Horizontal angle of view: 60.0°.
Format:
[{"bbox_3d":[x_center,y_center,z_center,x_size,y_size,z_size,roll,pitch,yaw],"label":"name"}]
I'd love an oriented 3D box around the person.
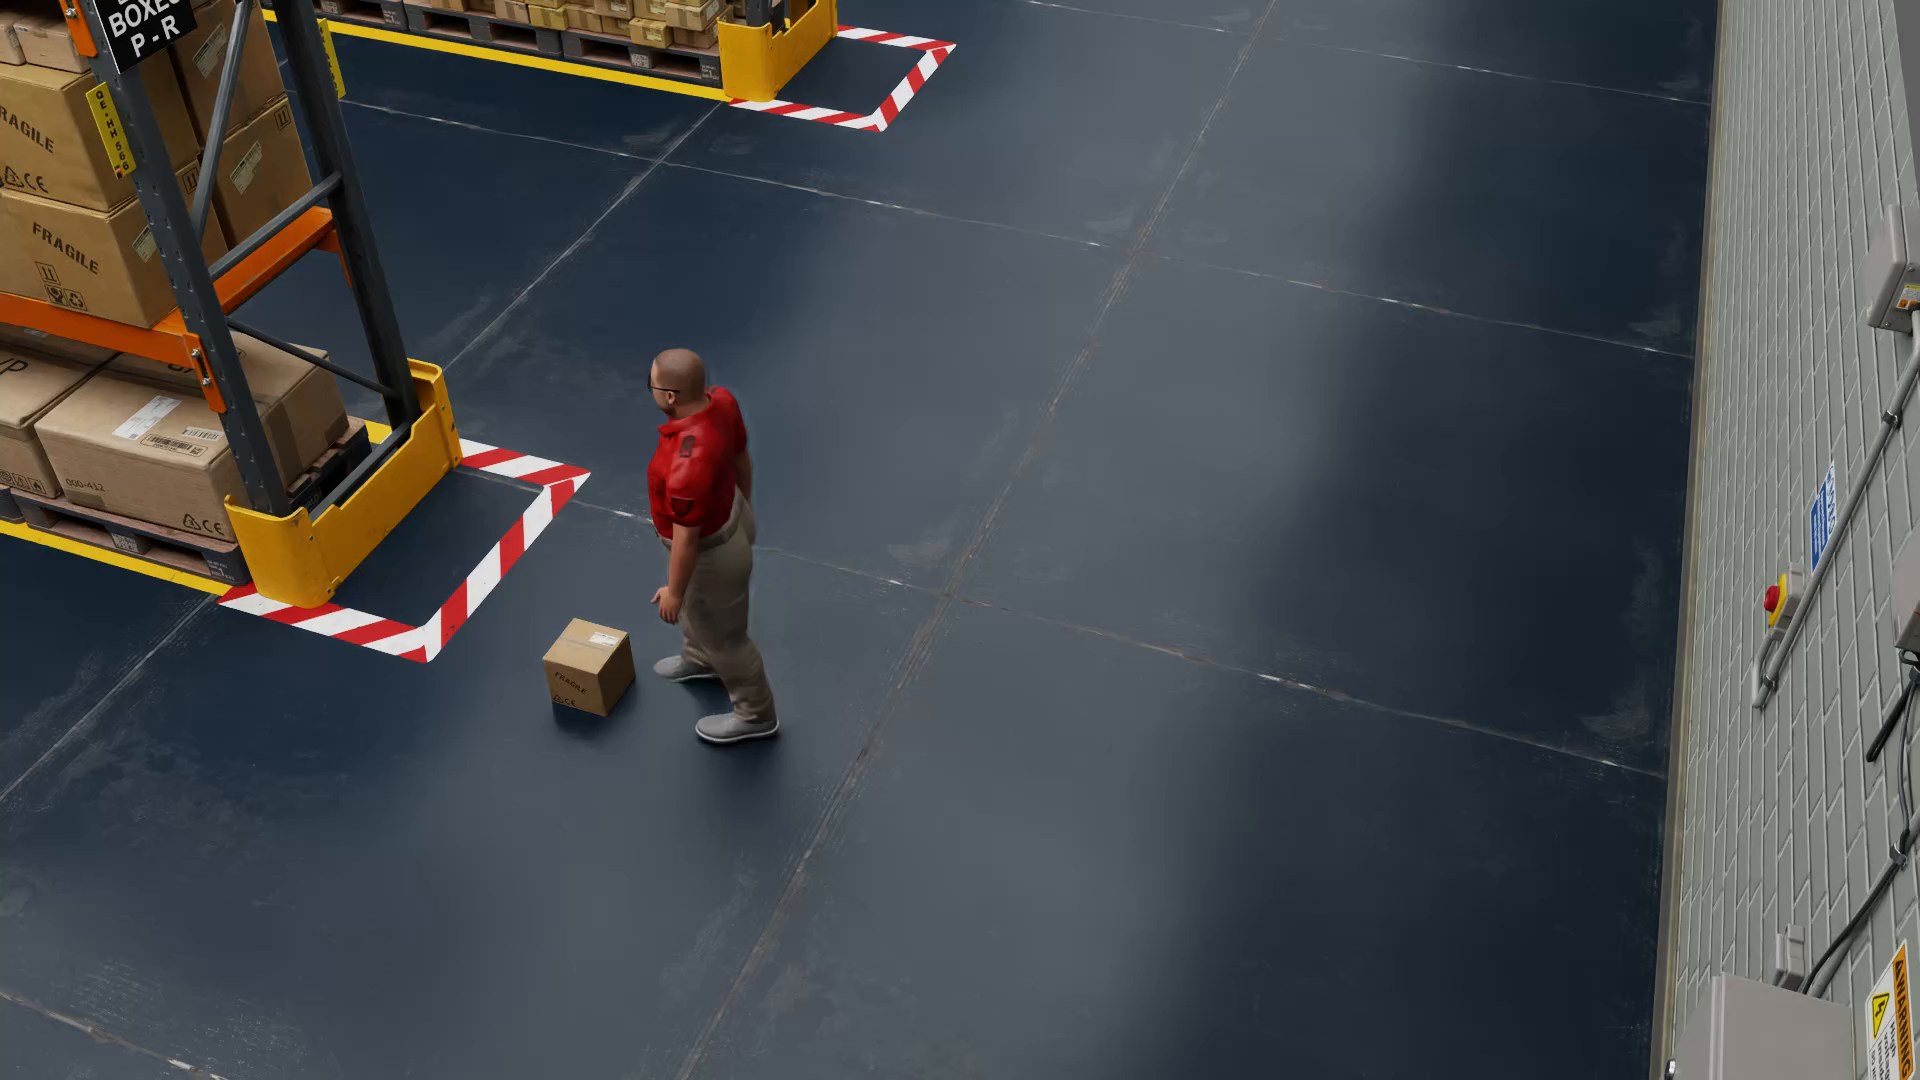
[{"bbox_3d":[-0.998,0.038,6.143,0.561,1.767,0.587,1,41,1],"label":"person"}]
